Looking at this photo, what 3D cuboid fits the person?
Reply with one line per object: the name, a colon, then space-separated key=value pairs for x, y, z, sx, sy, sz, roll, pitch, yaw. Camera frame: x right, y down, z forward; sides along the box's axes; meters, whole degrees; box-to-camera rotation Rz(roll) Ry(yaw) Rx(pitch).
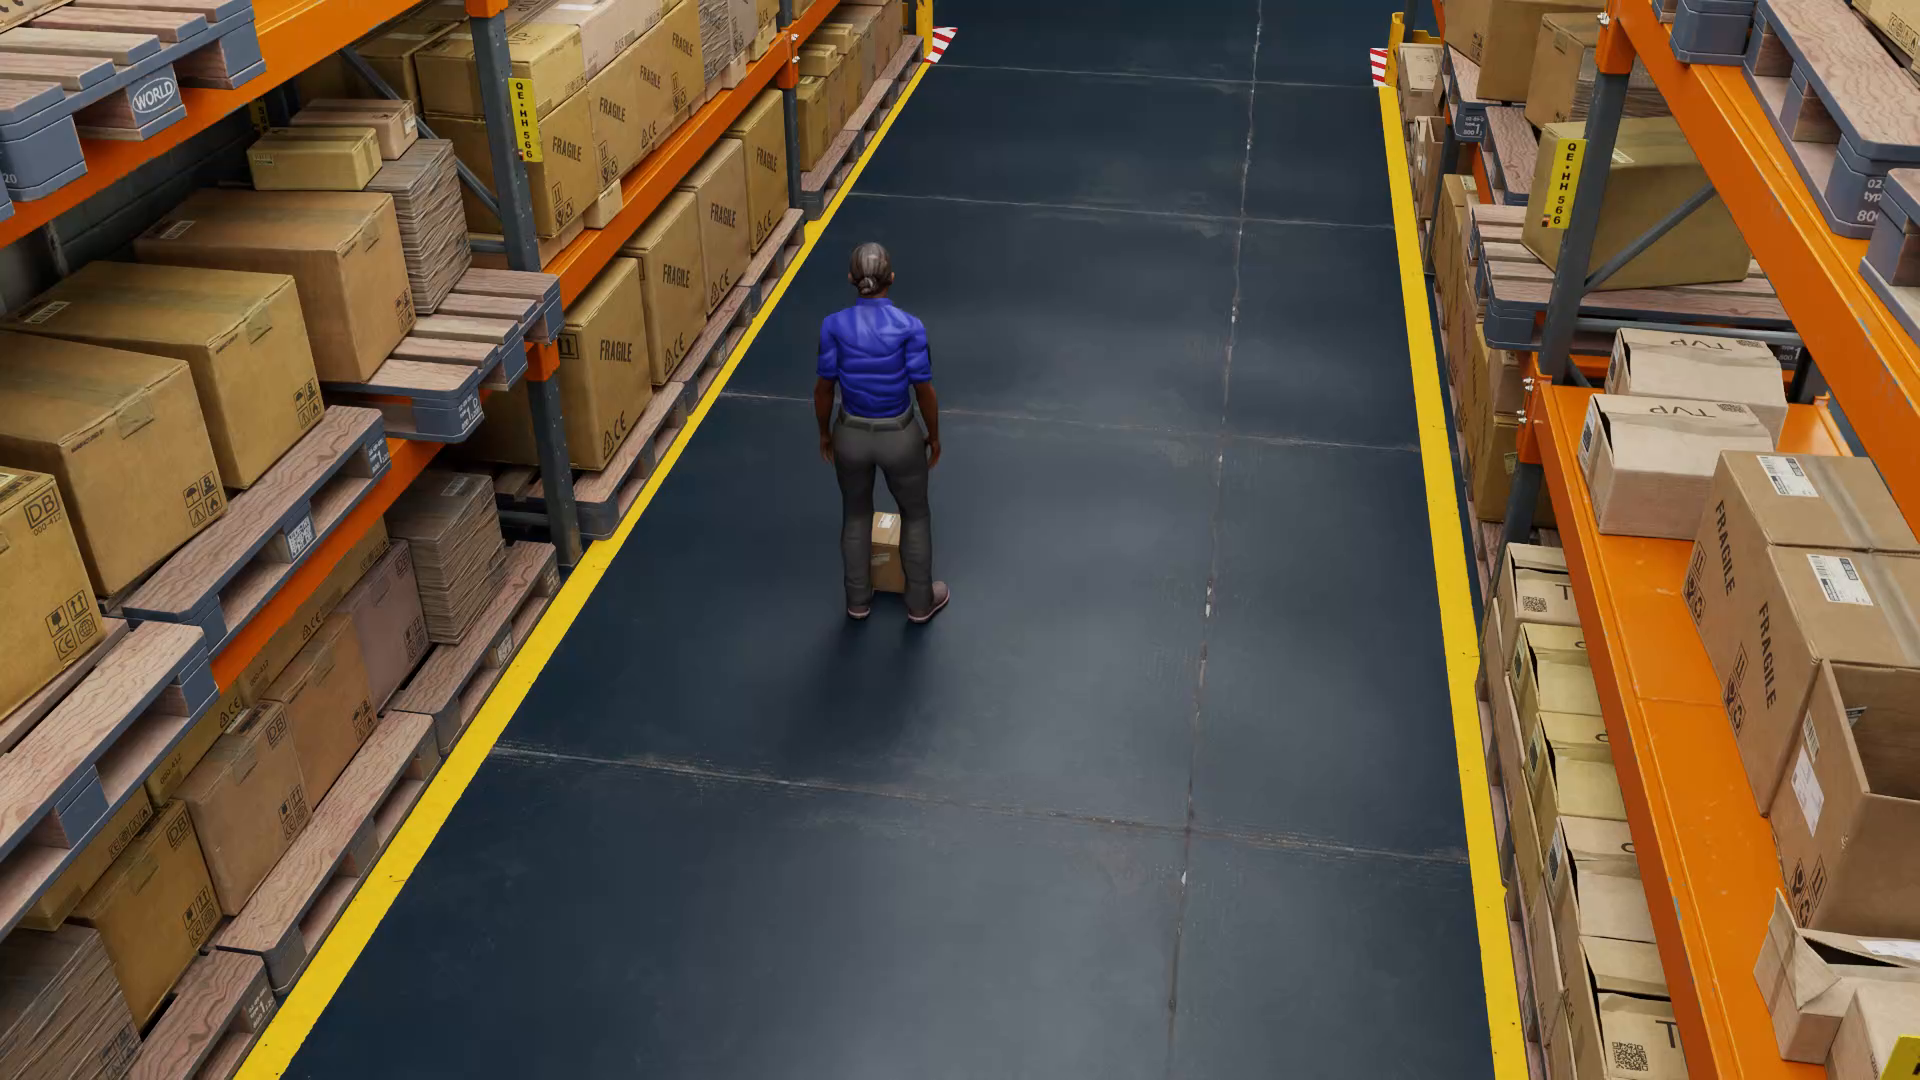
person: x=-0.320 y=-0.410 z=6.783 sx=0.529 sy=1.656 sz=0.347 roll=4 pitch=33 yaw=6
